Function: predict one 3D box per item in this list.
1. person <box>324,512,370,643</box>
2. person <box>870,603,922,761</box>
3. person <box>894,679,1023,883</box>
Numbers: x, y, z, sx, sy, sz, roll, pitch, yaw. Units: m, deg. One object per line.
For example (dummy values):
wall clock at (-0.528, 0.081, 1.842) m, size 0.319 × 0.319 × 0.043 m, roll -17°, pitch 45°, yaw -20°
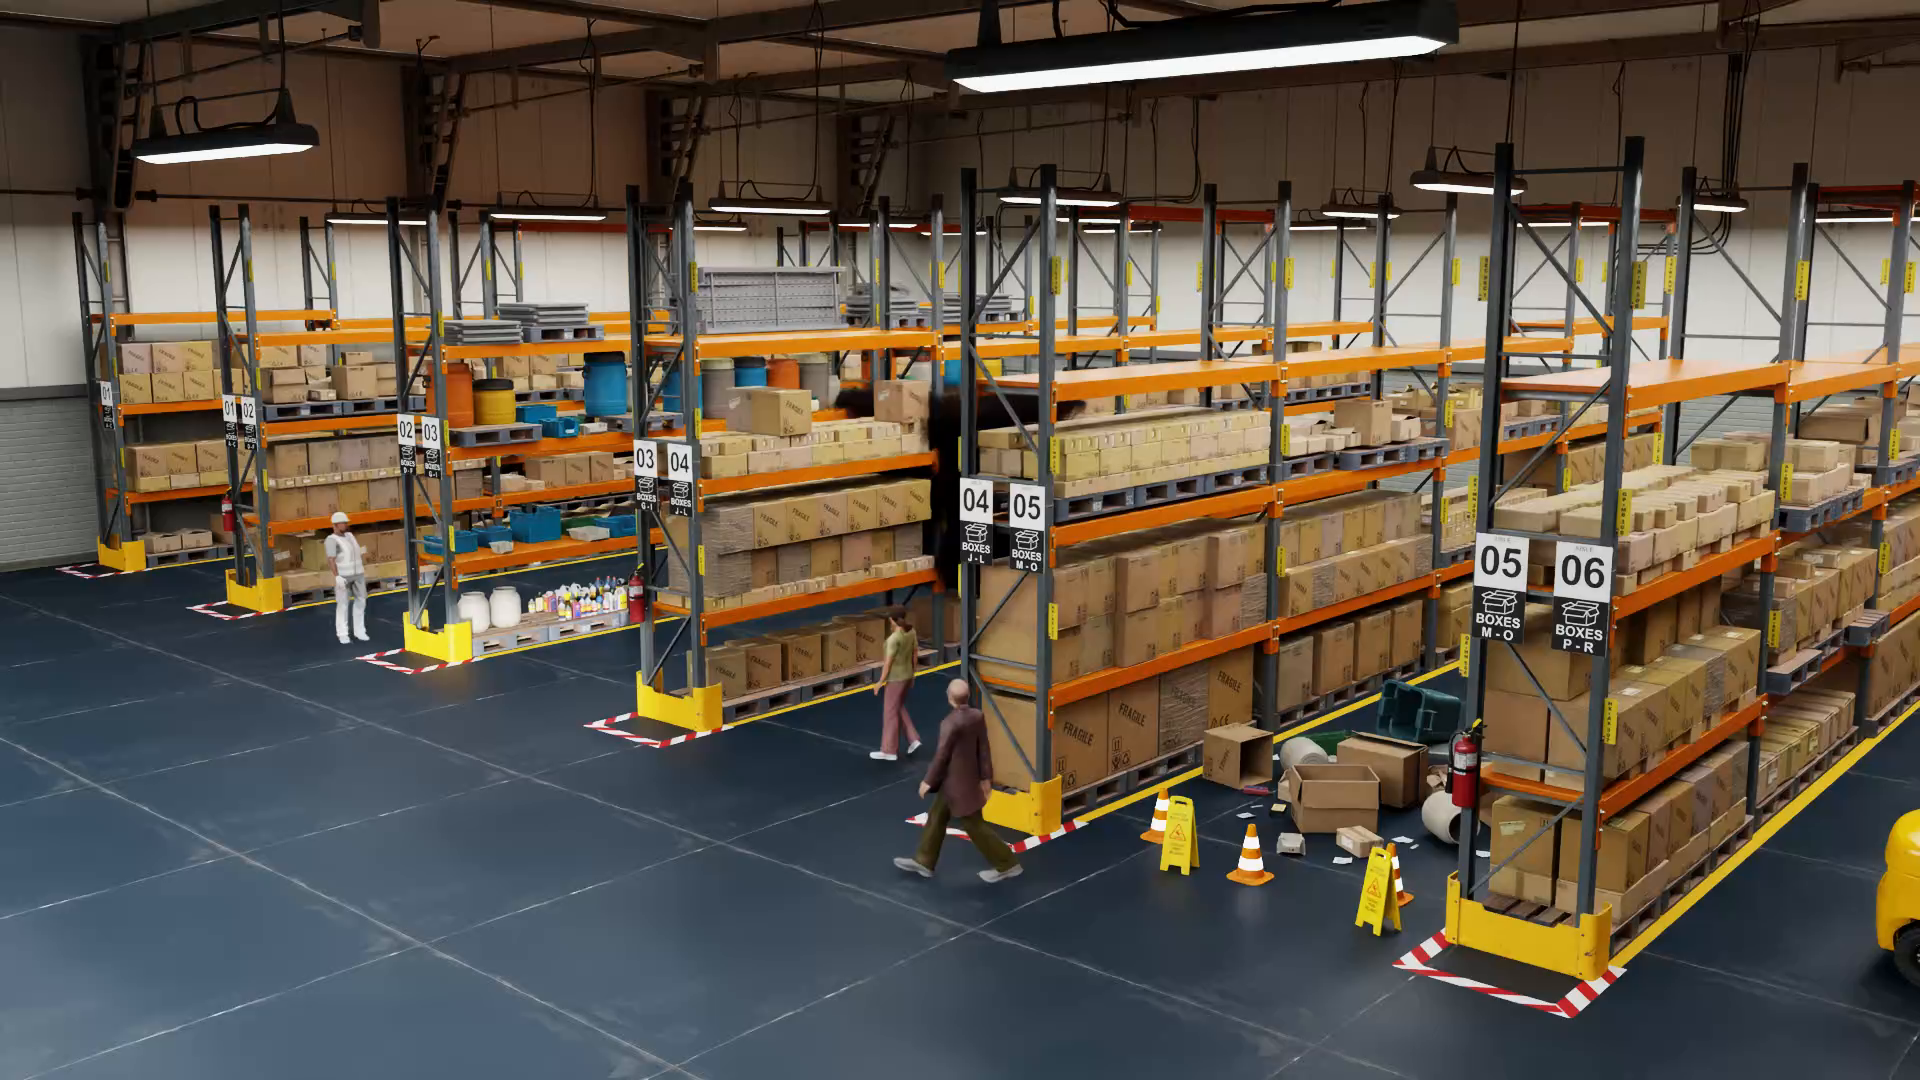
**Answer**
person at (-8.390, 0.528, 22.833) m, size 0.583 × 1.837 × 0.642 m, roll 8°, pitch 12°, yaw 39°
person at (-0.679, 1.476, 17.395) m, size 0.498 × 1.687 × 0.535 m, roll 4°, pitch 10°, yaw 24°
person at (-0.023, 2.024, 13.891) m, size 1.119 × 1.725 × 0.524 m, roll 1°, pitch 10°, yaw 5°
